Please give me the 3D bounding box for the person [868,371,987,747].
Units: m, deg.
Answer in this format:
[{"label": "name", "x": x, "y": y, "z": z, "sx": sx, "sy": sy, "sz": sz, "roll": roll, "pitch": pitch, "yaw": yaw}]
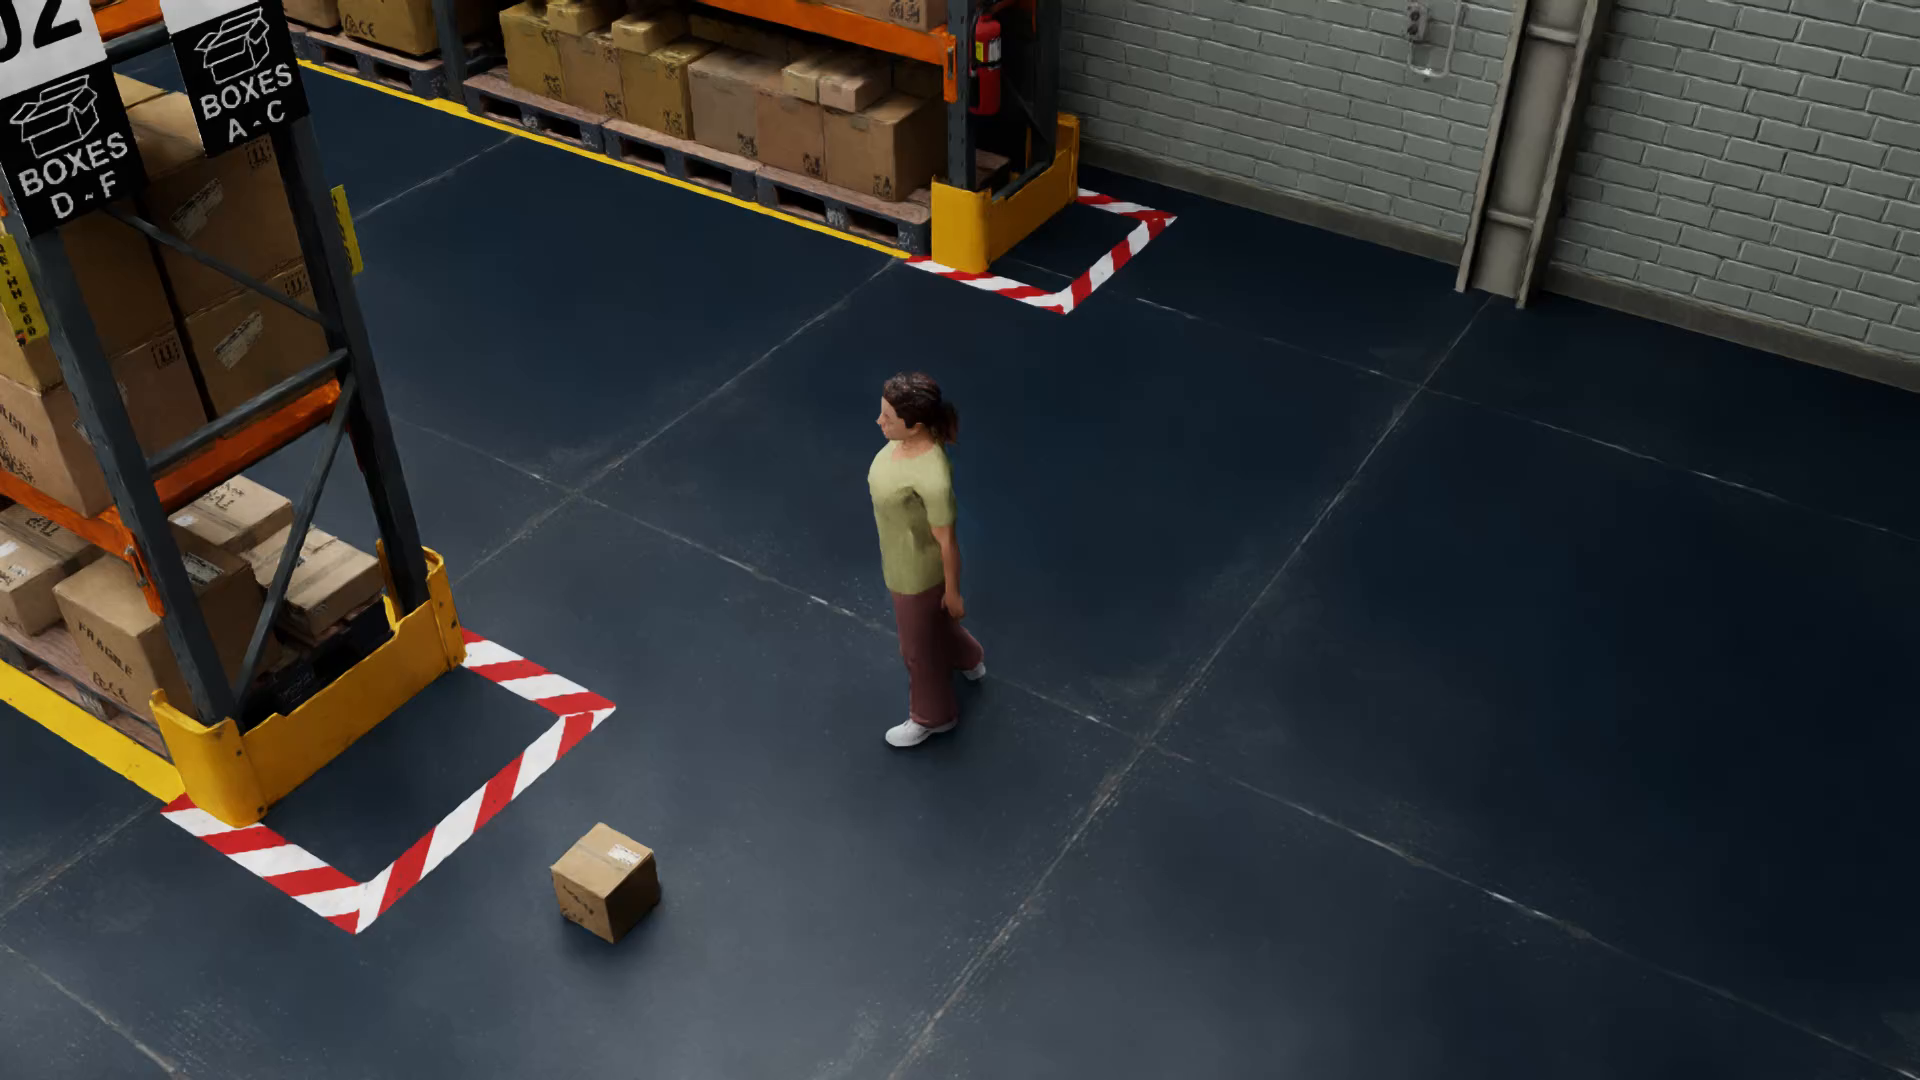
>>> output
[{"label": "person", "x": -0.107, "y": 0.013, "z": 6.132, "sx": 0.450, "sy": 1.663, "sz": 0.652, "roll": -5, "pitch": 39, "yaw": -6}]
